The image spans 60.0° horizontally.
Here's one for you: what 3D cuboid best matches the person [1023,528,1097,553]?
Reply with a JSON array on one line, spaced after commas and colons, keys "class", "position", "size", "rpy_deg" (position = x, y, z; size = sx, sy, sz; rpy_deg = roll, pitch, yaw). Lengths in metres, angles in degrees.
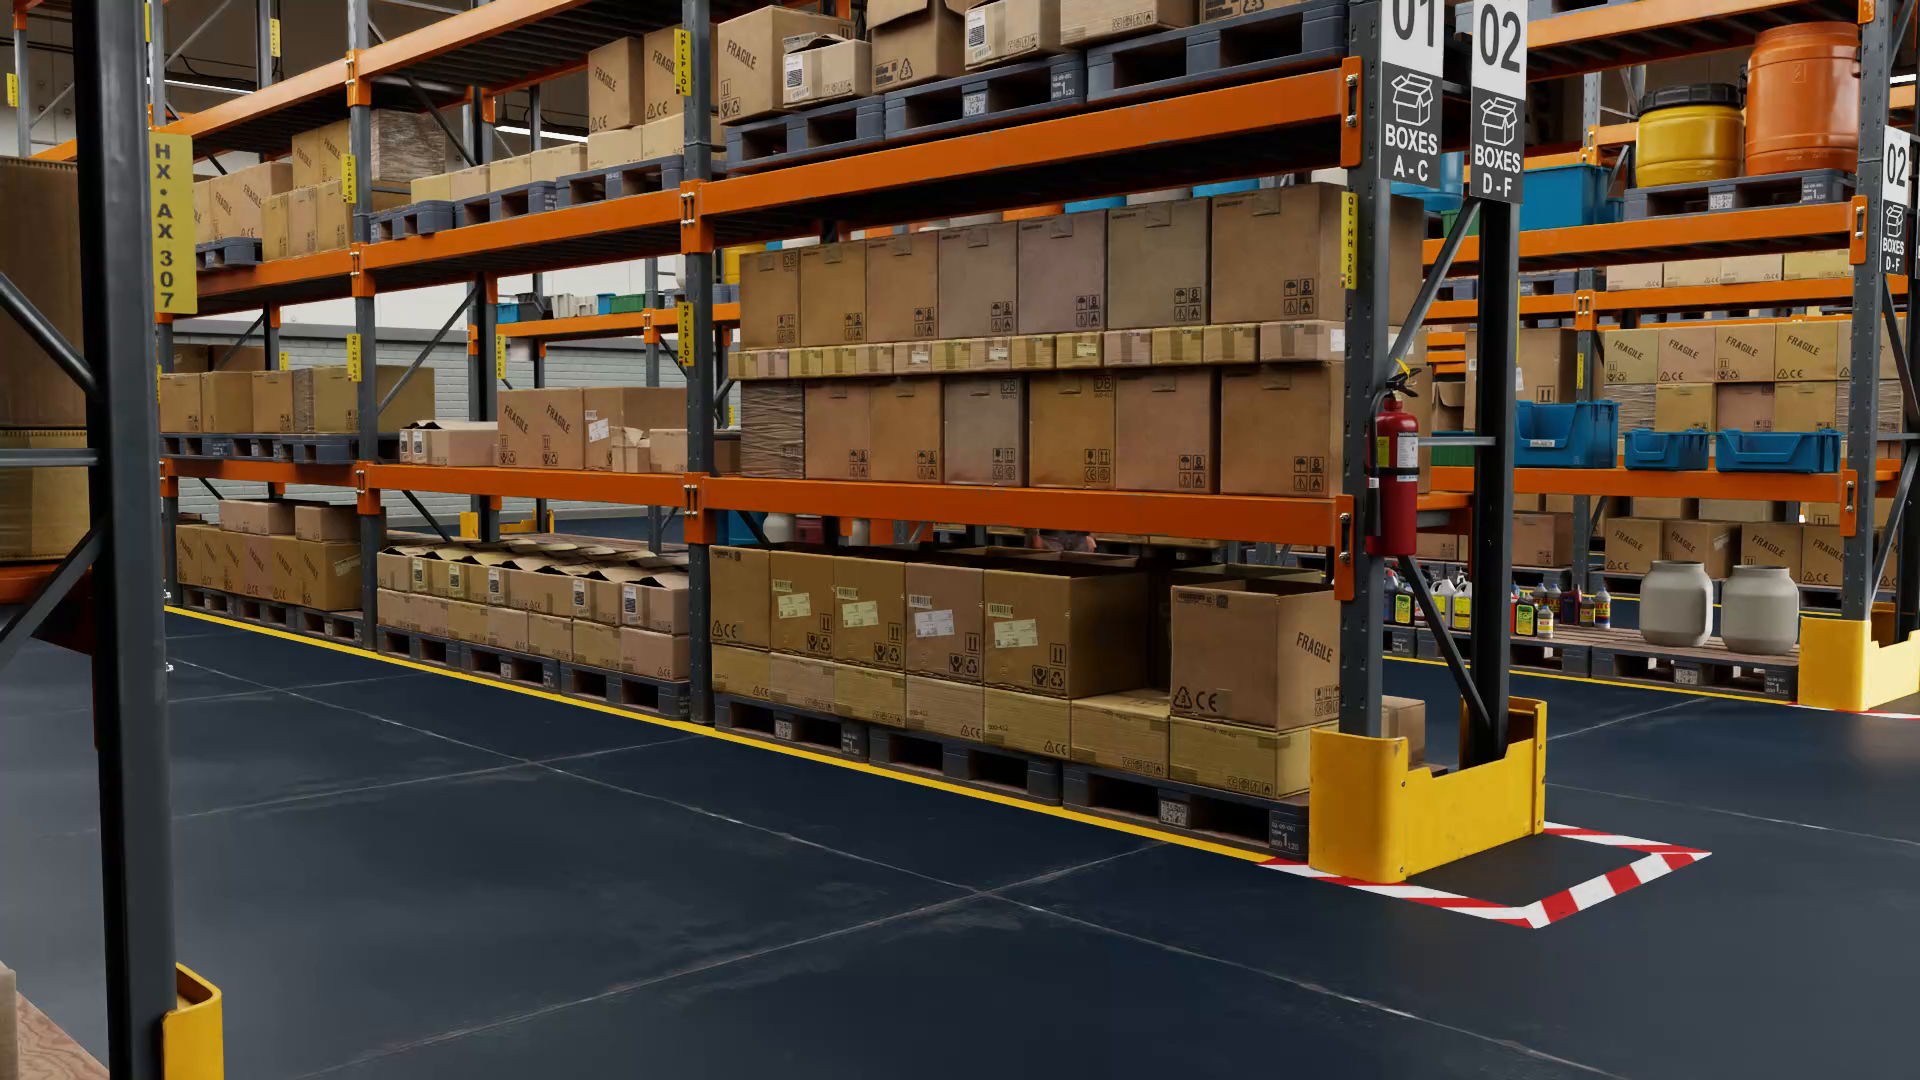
[{"class": "person", "position": [0.618, 0.007, 10.345], "size": [0.534, 1.713, 0.357], "rpy_deg": [-4, 5, -43]}]
